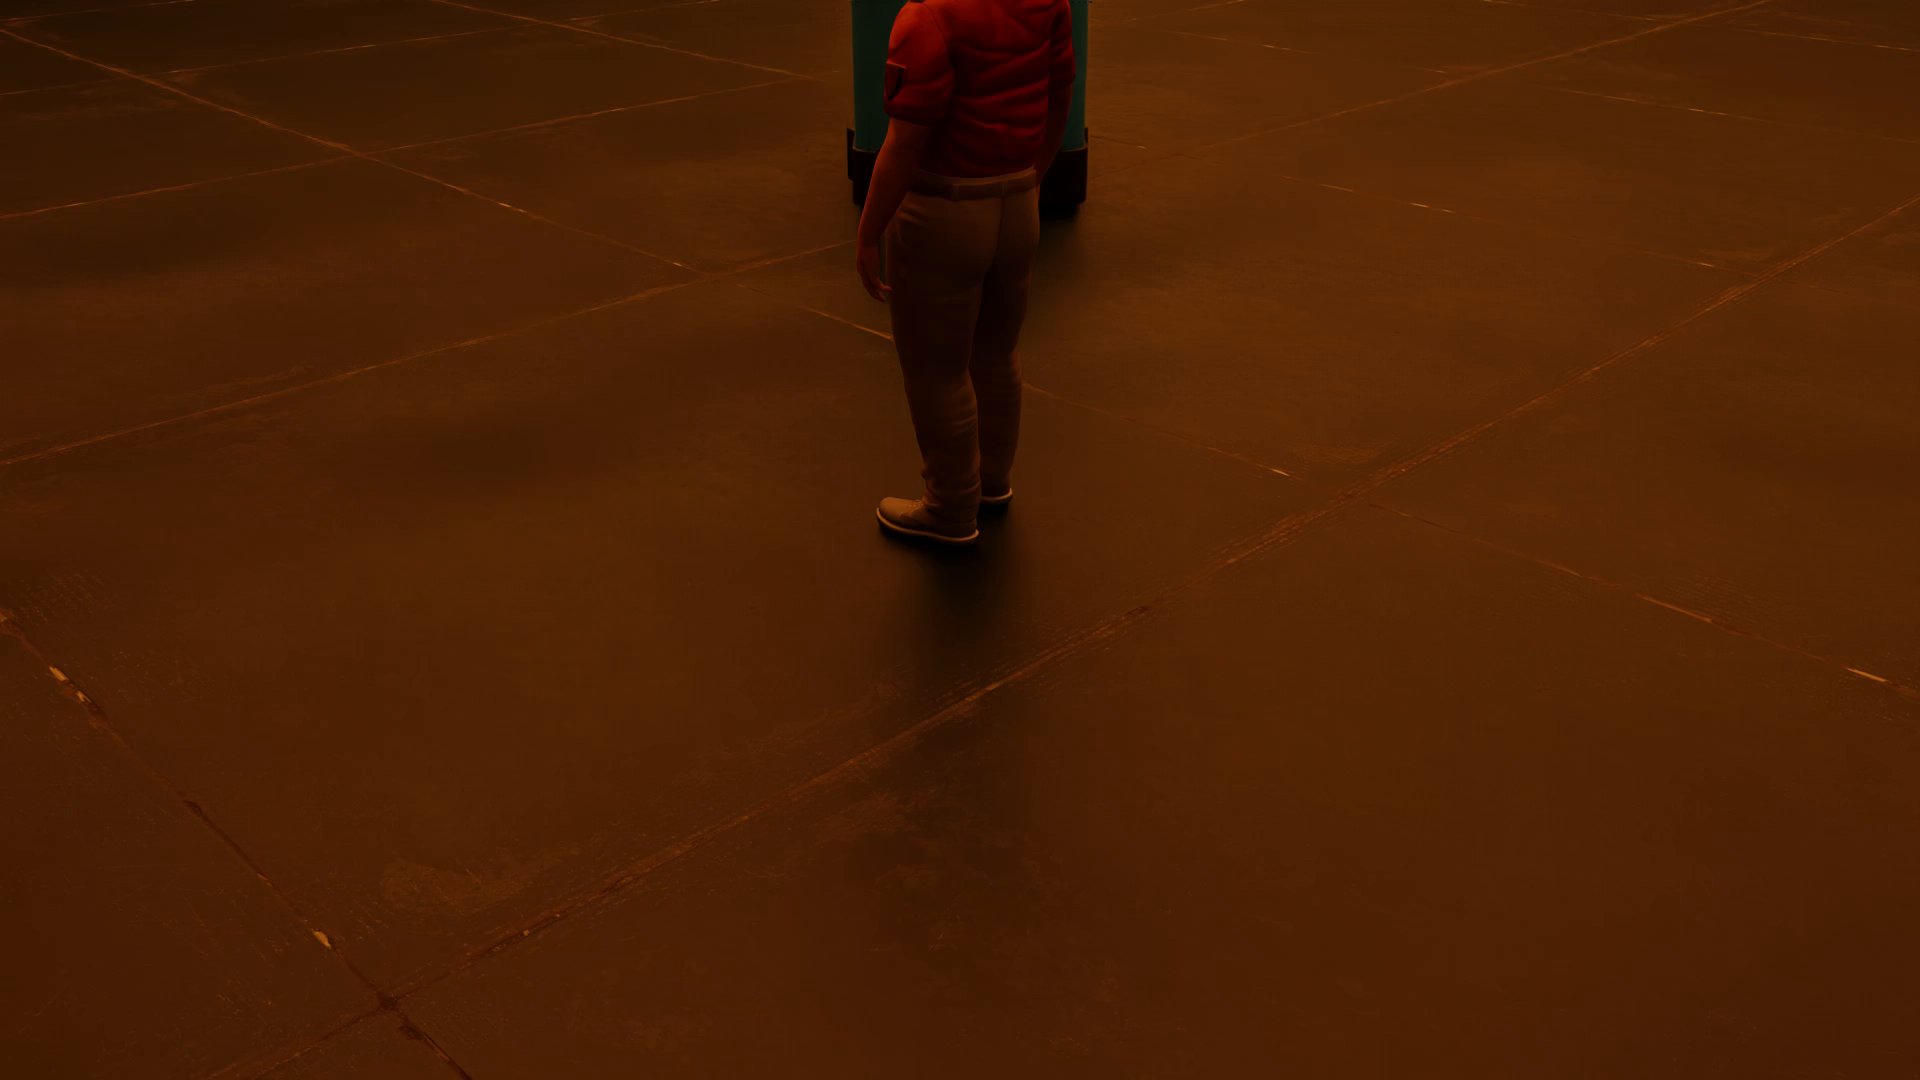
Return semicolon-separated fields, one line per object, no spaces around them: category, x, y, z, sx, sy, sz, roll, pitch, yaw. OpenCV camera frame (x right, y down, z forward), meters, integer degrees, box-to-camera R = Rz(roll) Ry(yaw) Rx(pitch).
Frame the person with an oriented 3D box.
person;-0.055;-0.815;4.223;0.641;1.727;0.550;-24;35;-39

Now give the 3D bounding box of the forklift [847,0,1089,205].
forklift;0.013;-3.413;8.172;1.130;2.935;3.031;-1;26;-1
